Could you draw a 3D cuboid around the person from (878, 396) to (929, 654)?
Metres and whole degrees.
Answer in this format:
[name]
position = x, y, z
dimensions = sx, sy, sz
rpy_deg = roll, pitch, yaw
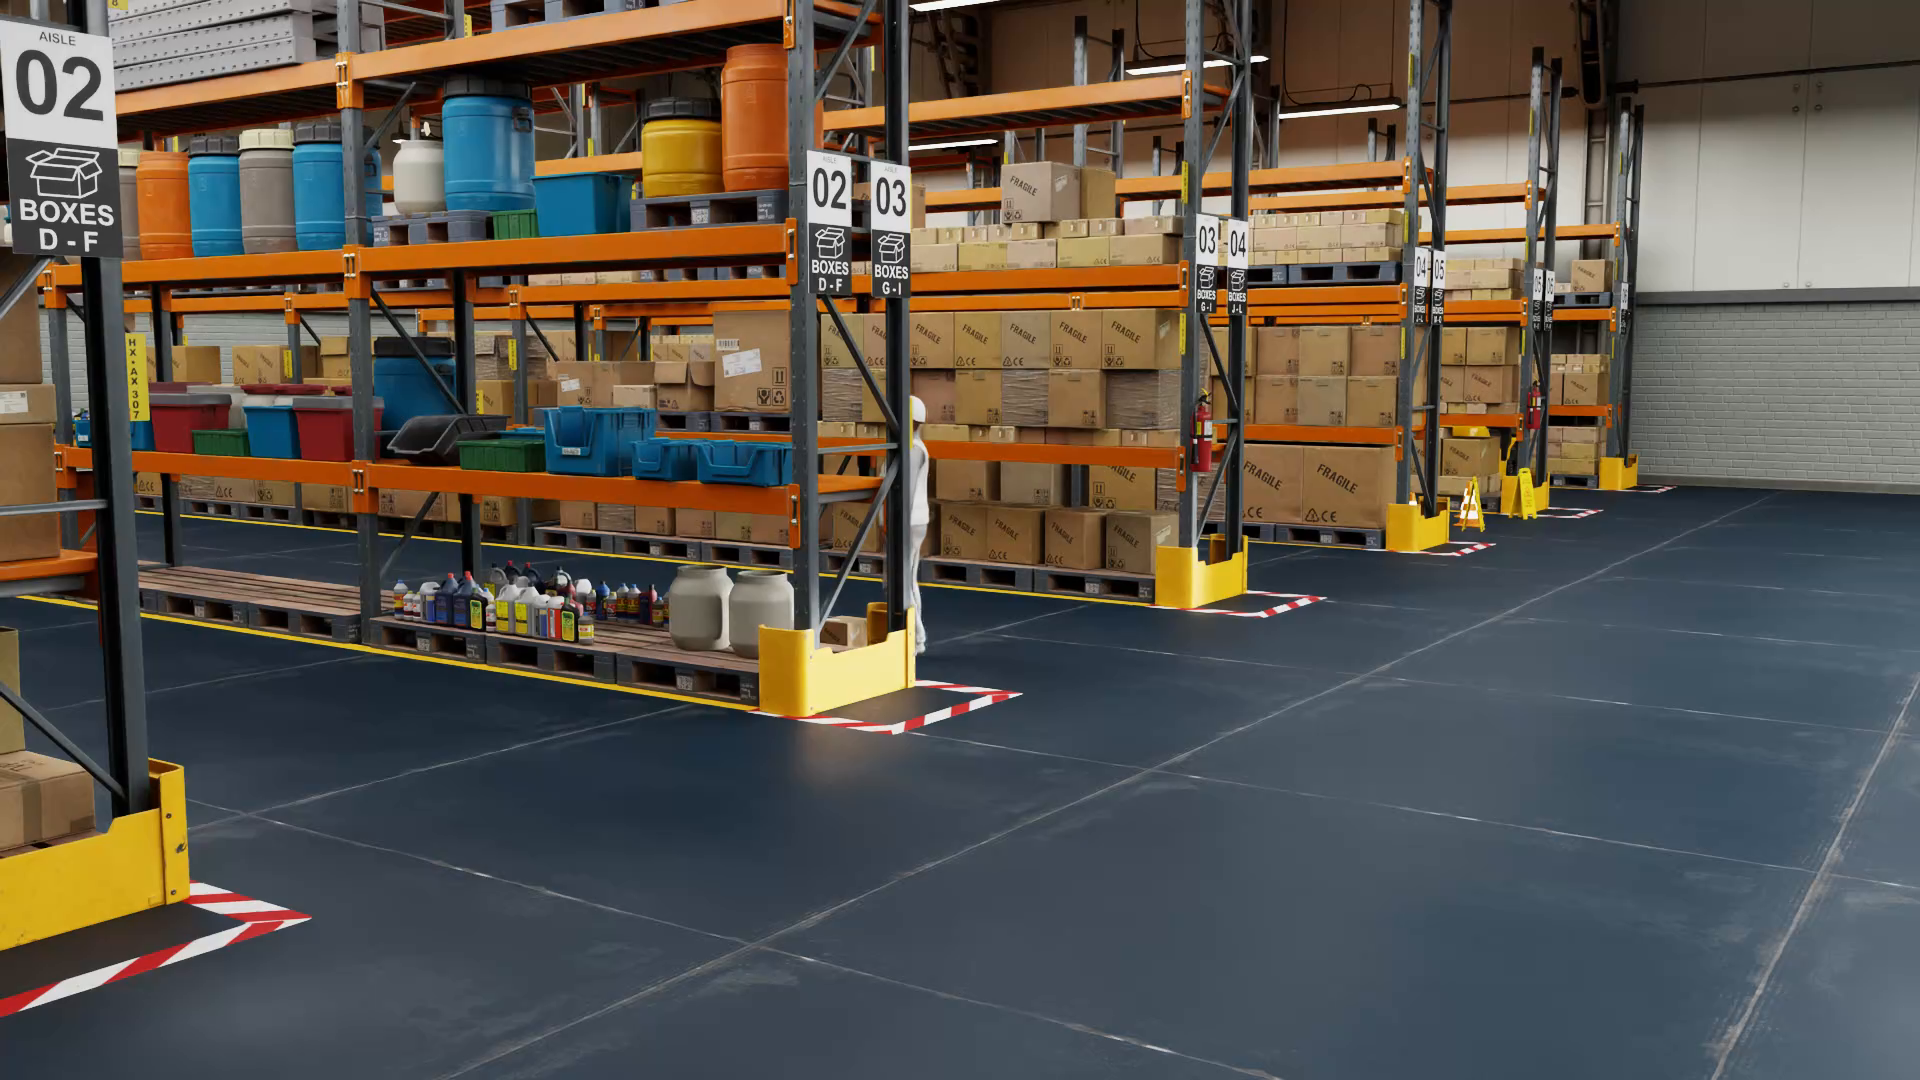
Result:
[person]
position = -0.397, -0.086, 11.413
dimensions = 0.378, 1.806, 0.543
rpy_deg = 0, 6, 1
